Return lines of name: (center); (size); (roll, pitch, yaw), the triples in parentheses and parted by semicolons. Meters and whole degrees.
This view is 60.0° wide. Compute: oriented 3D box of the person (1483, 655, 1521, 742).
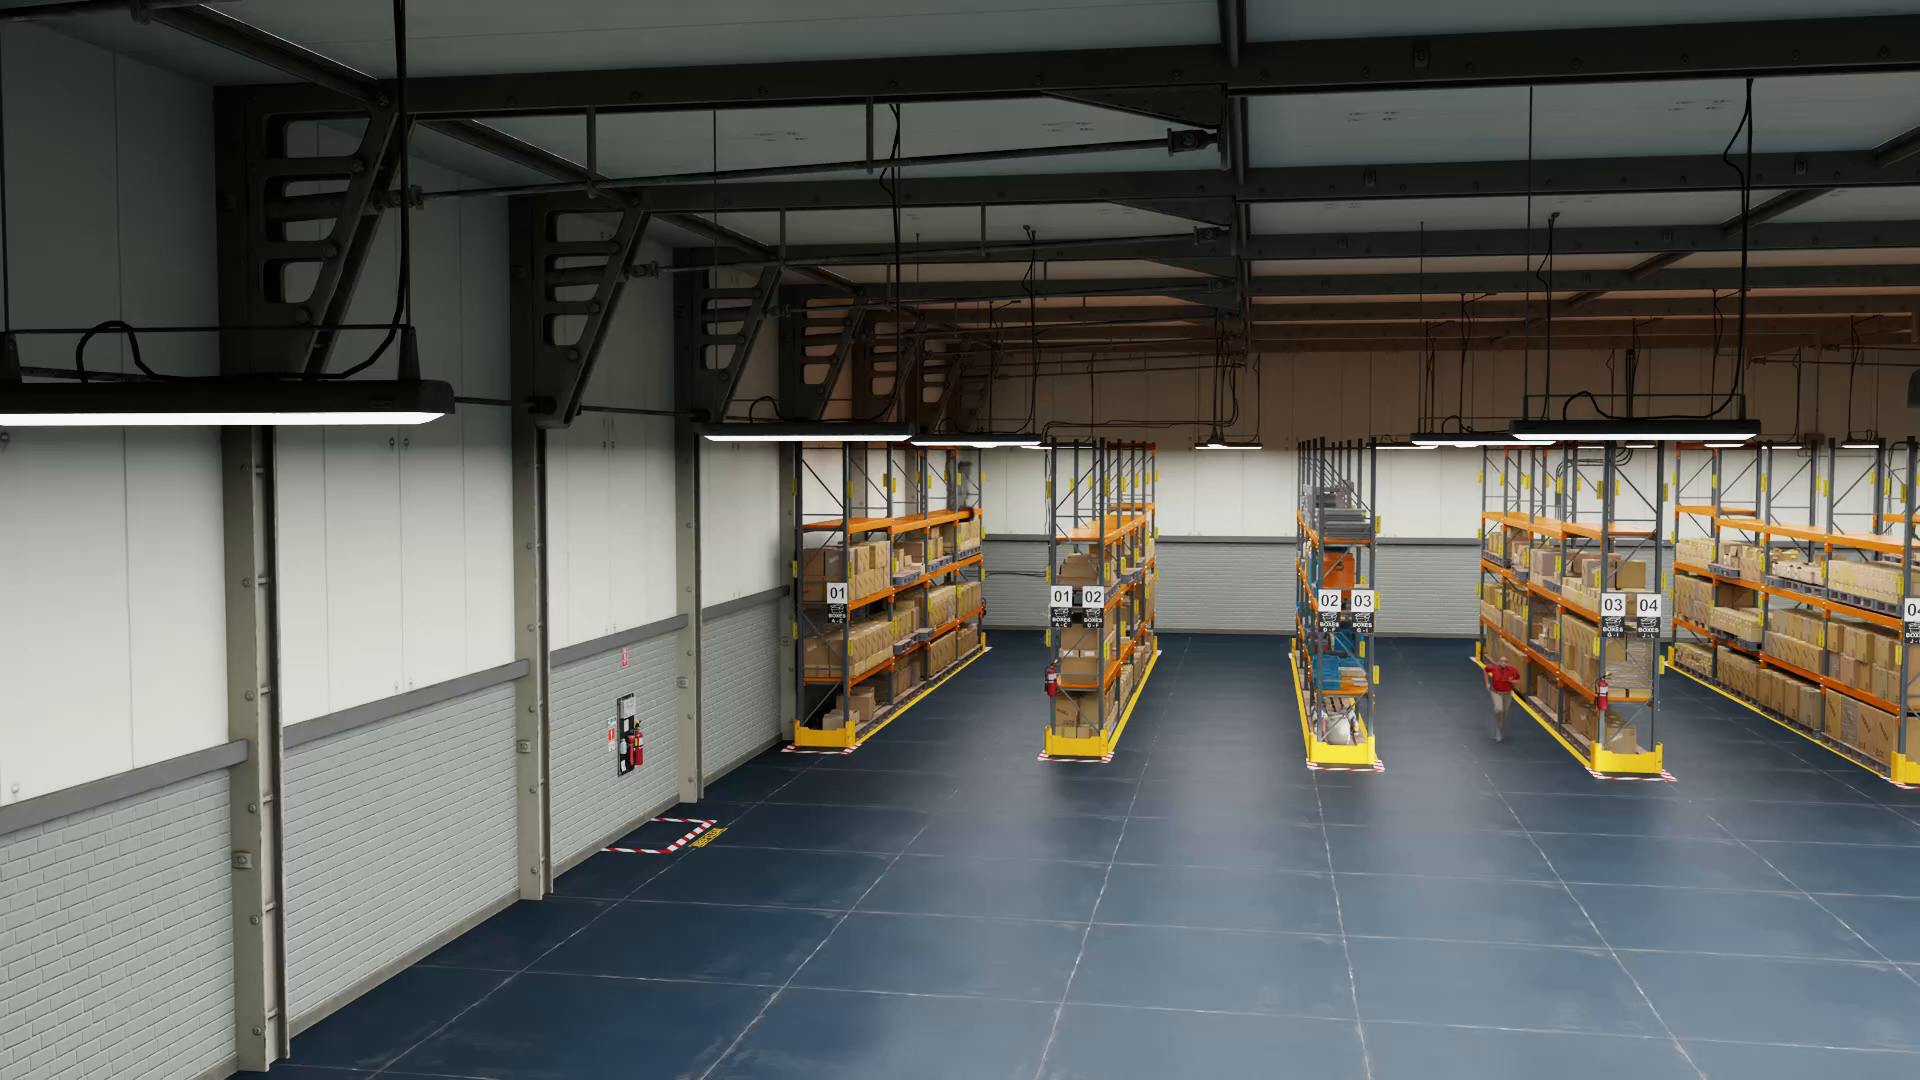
person: (10.781, 3.139, 33.115); (0.650, 1.739, 0.967); (0, 3, 5)

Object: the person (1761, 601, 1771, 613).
person: (21.216, 2.539, 43.929); (0.674, 1.823, 0.836); (0, 3, 2)
